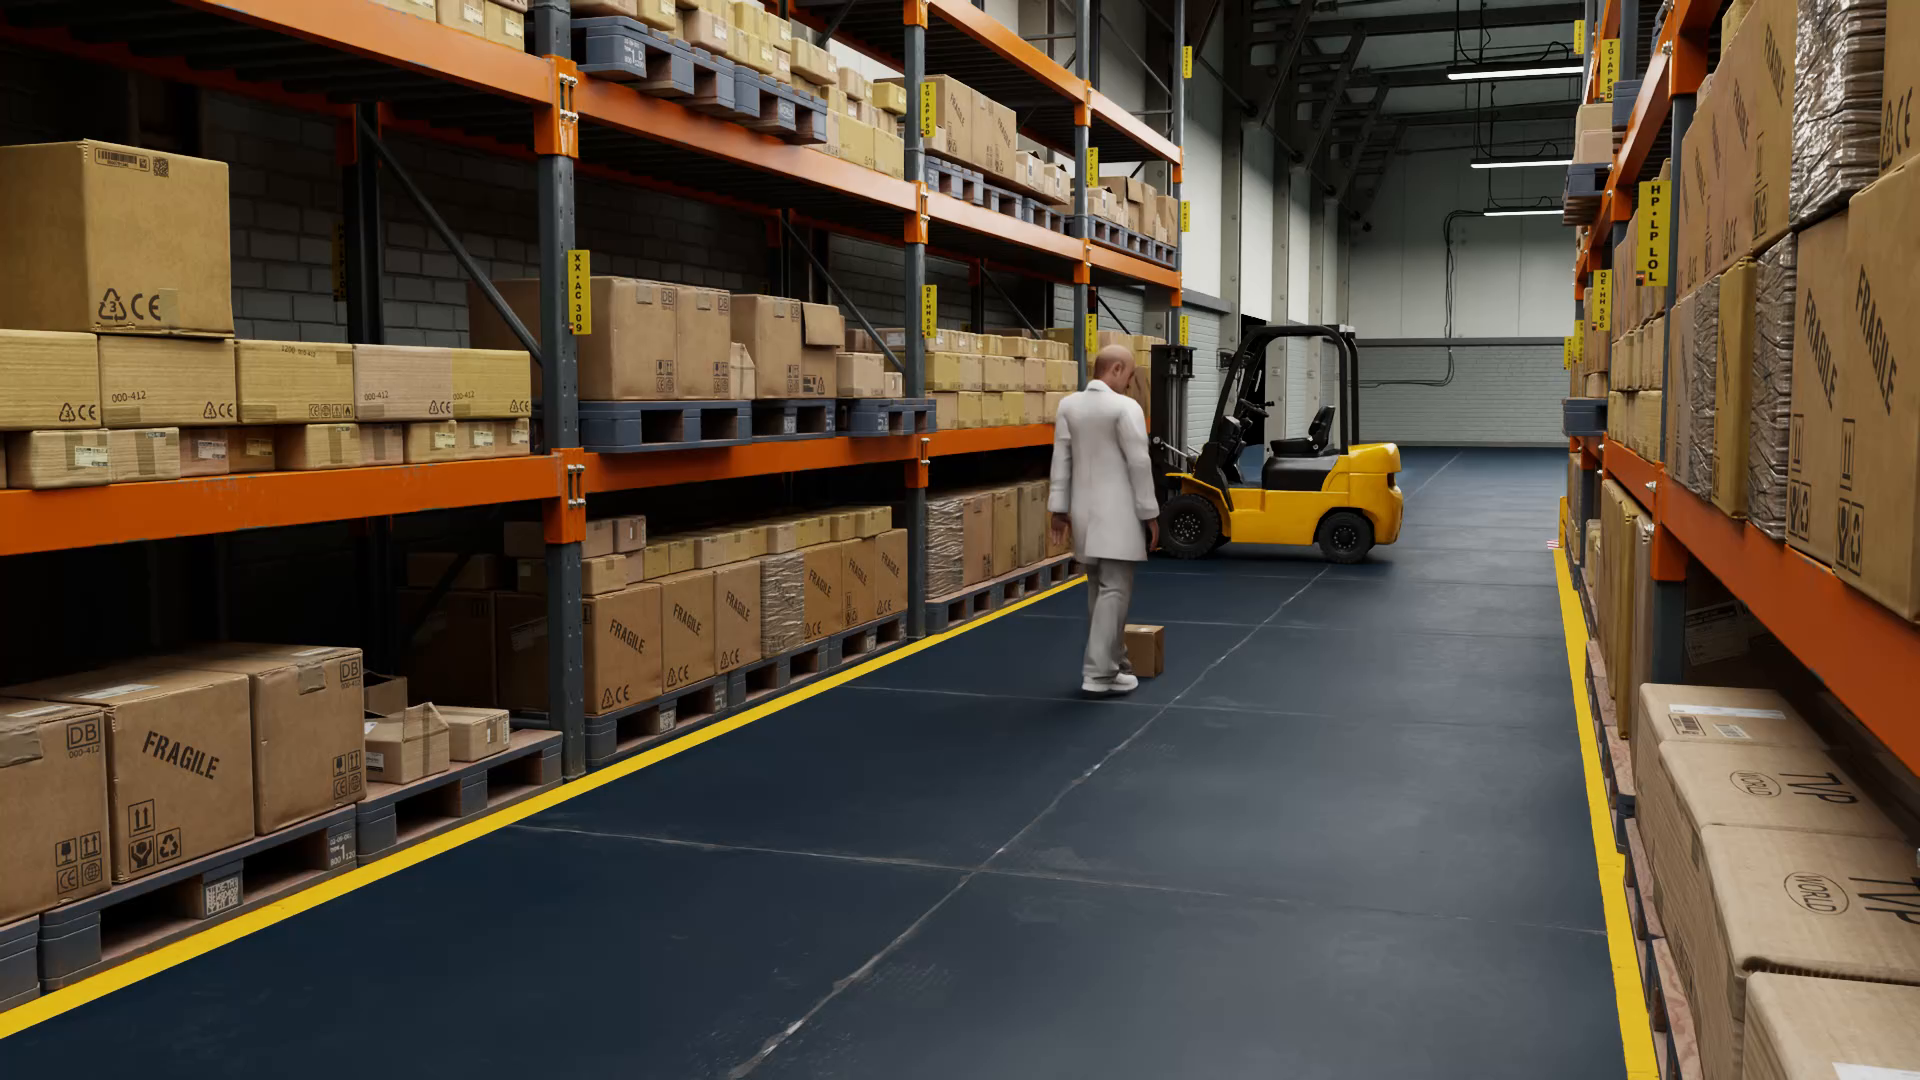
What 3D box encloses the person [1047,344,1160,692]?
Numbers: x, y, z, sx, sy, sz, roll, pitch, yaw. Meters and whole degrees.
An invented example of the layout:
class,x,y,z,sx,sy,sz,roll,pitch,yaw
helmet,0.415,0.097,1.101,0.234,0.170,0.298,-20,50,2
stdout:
class,x,y,z,sx,sy,sz,roll,pitch,yaw
person,0.831,-0.120,8.580,0.734,1.763,0.632,-5,7,-45
